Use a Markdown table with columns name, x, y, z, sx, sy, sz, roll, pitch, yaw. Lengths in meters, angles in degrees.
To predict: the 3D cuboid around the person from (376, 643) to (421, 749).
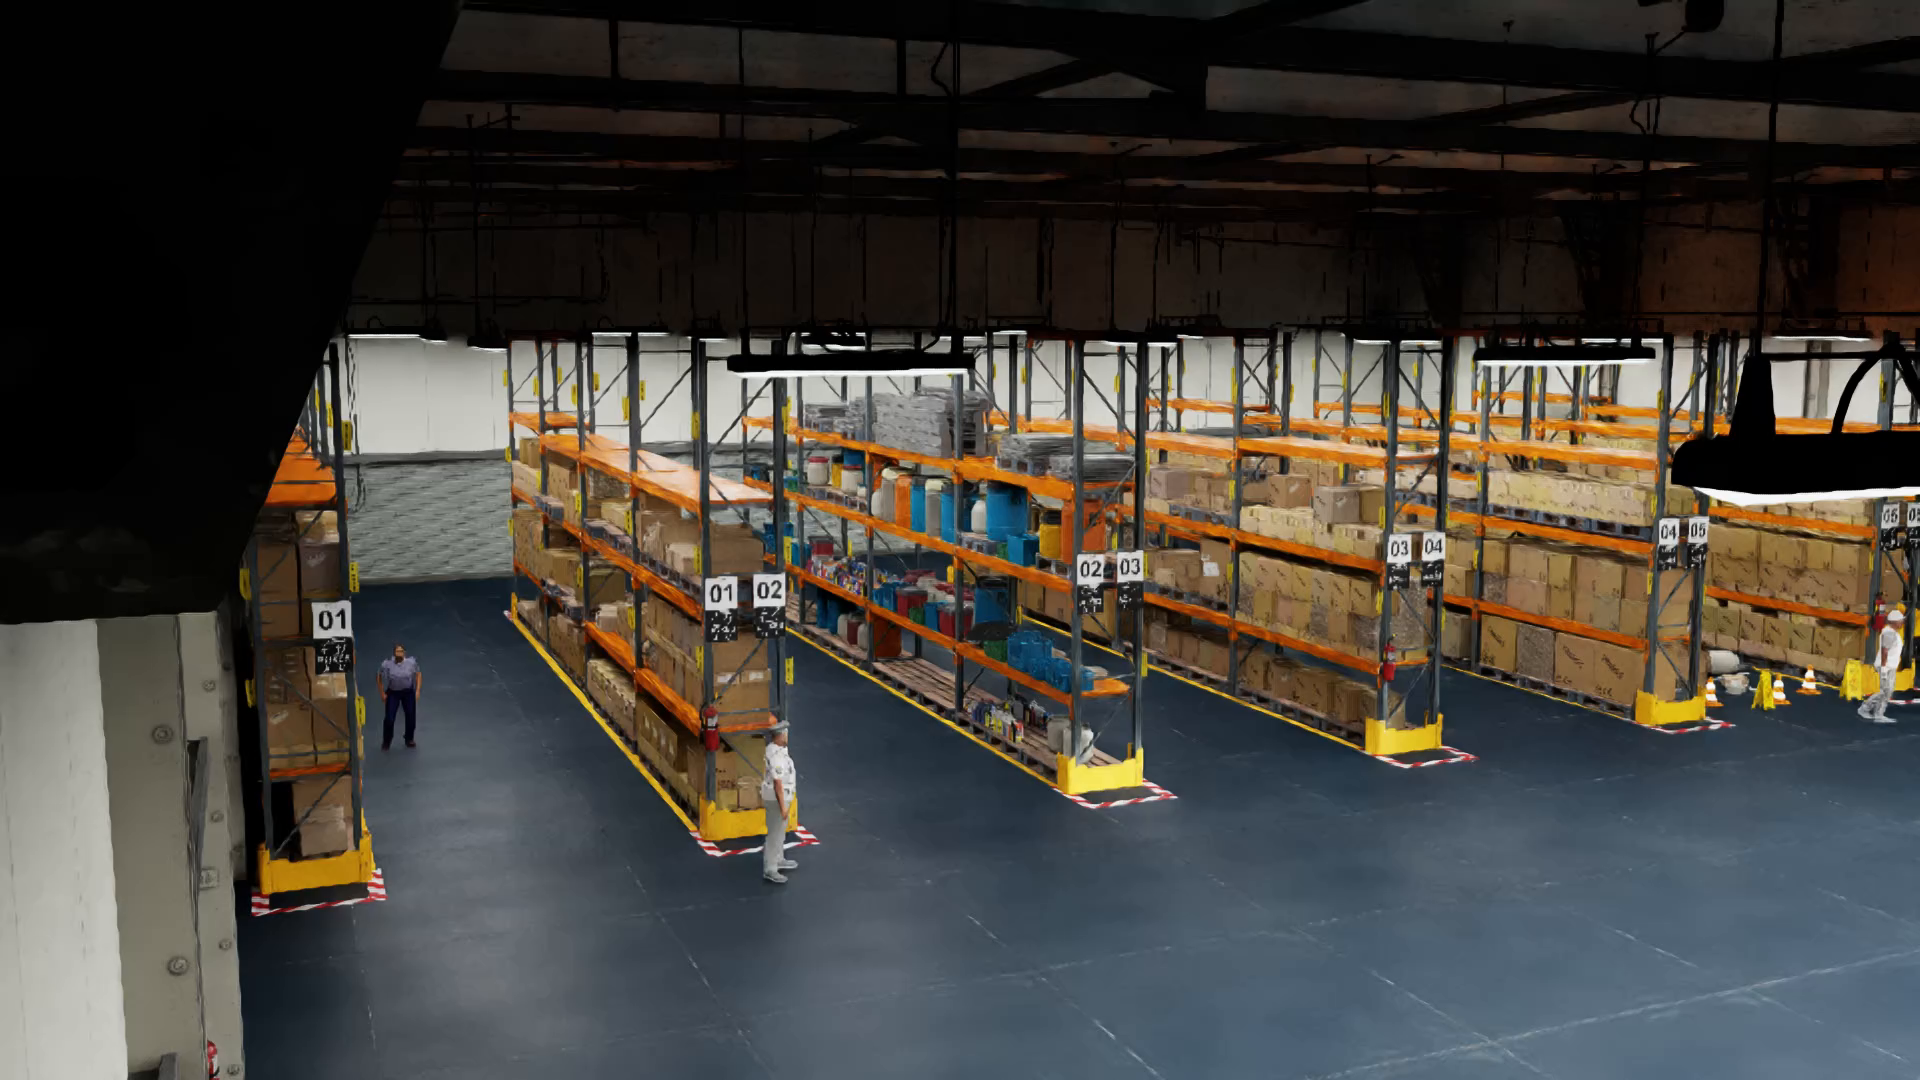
| name | x | y | z | sx | sy | sz | roll | pitch | yaw |
| --- | --- | --- | --- | --- | --- | --- | --- | --- | --- |
| person | -8.181 | 2.259 | 24.270 | 0.625 | 1.596 | 0.517 | -4 | 9 | -25 |

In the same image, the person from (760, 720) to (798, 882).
| name | x | y | z | sx | sy | sz | roll | pitch | yaw |
| --- | --- | --- | --- | --- | --- | --- | --- | --- | --- |
| person | -2.037 | 2.911 | 18.733 | 0.423 | 1.763 | 0.640 | -1 | 8 | -8 |

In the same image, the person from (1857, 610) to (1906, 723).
| name | x | y | z | sx | sy | sz | roll | pitch | yaw |
| --- | --- | --- | --- | --- | --- | --- | --- | --- | --- |
| person | 14.294 | 1.959 | 25.786 | 0.573 | 1.773 | 0.600 | 5 | 9 | 31 |

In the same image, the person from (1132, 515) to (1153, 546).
| name | x | y | z | sx | sy | sz | roll | pitch | yaw |
| --- | --- | --- | --- | --- | --- | --- | --- | --- | --- |
| person | 4.897 | -0.591 | 44.781 | 0.623 | 1.659 | 0.454 | 5 | 9 | 35 |
